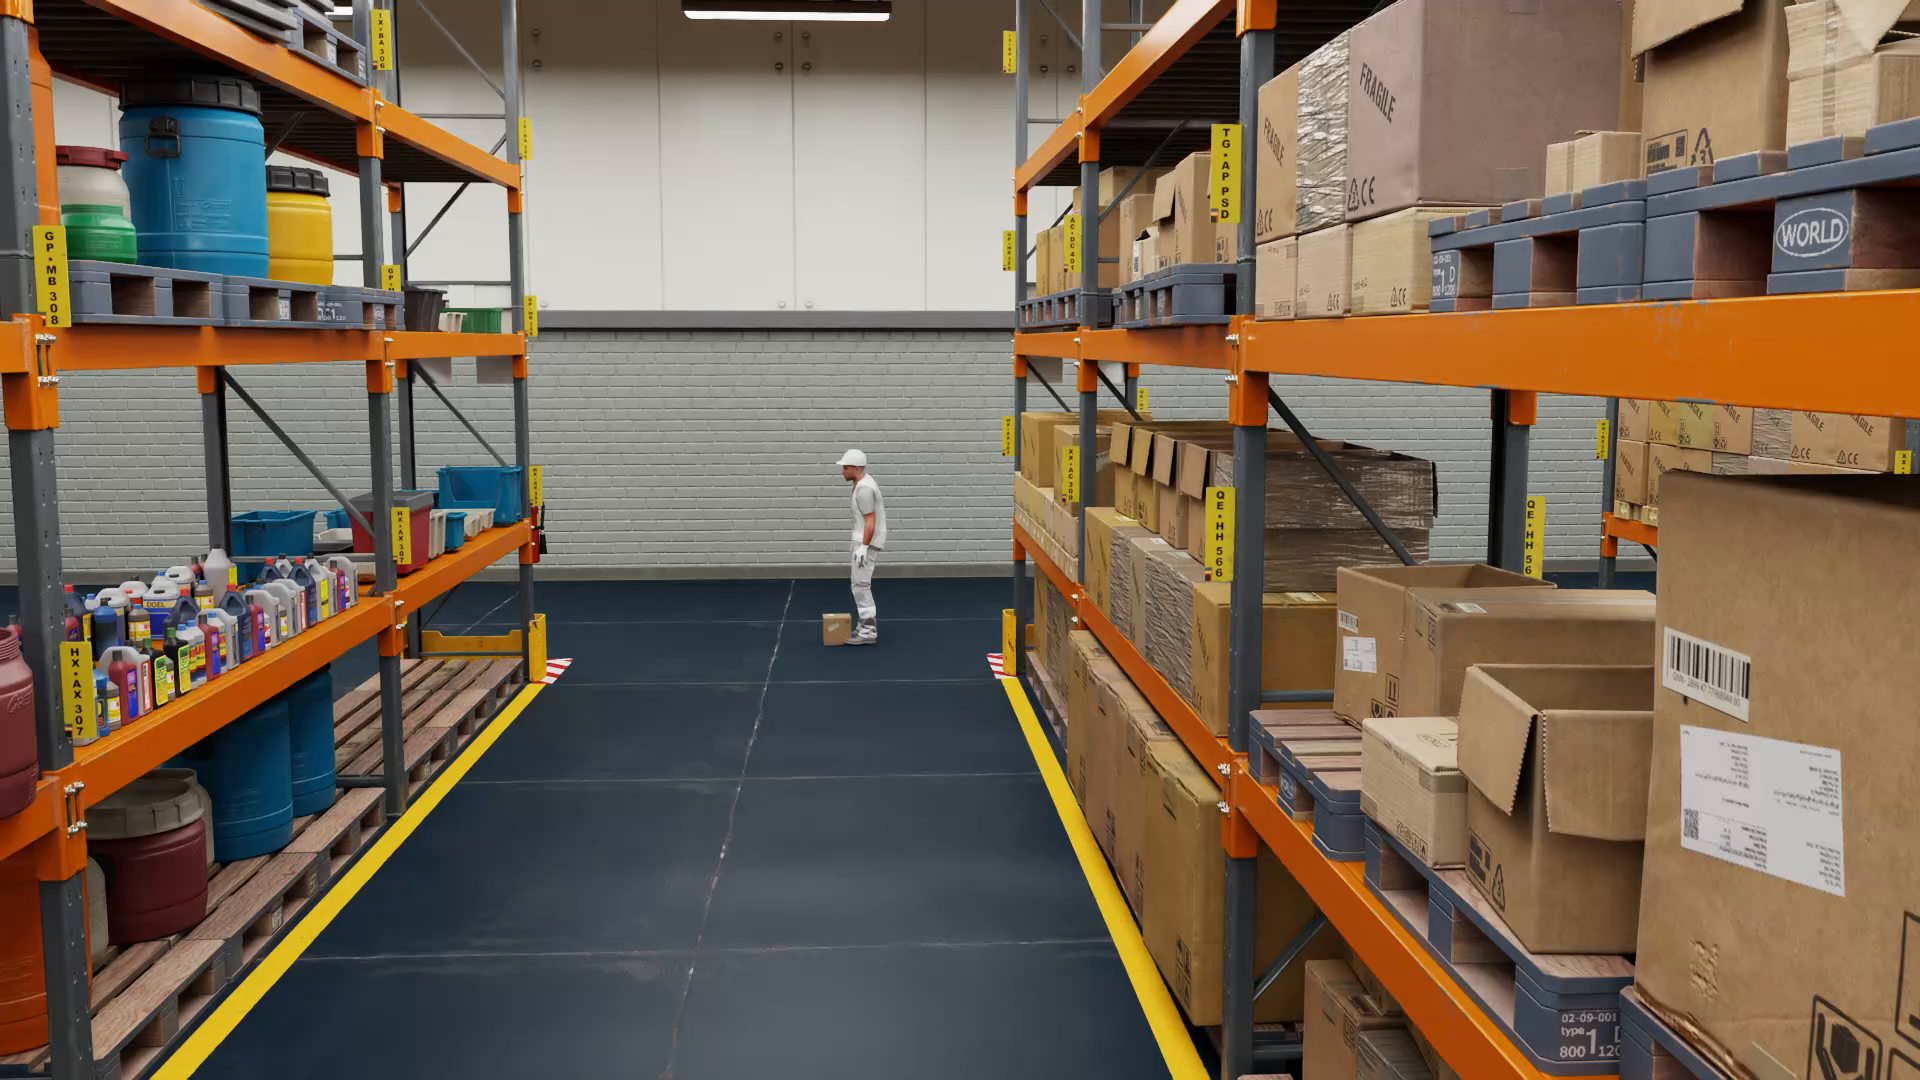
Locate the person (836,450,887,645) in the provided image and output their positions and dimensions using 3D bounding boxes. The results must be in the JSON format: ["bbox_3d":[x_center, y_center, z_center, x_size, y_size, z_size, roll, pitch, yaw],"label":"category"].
[{"bbox_3d":[-0.902,0.061,15.168,0.453,1.778,0.615,-1,7,-7],"label":"person"}]
